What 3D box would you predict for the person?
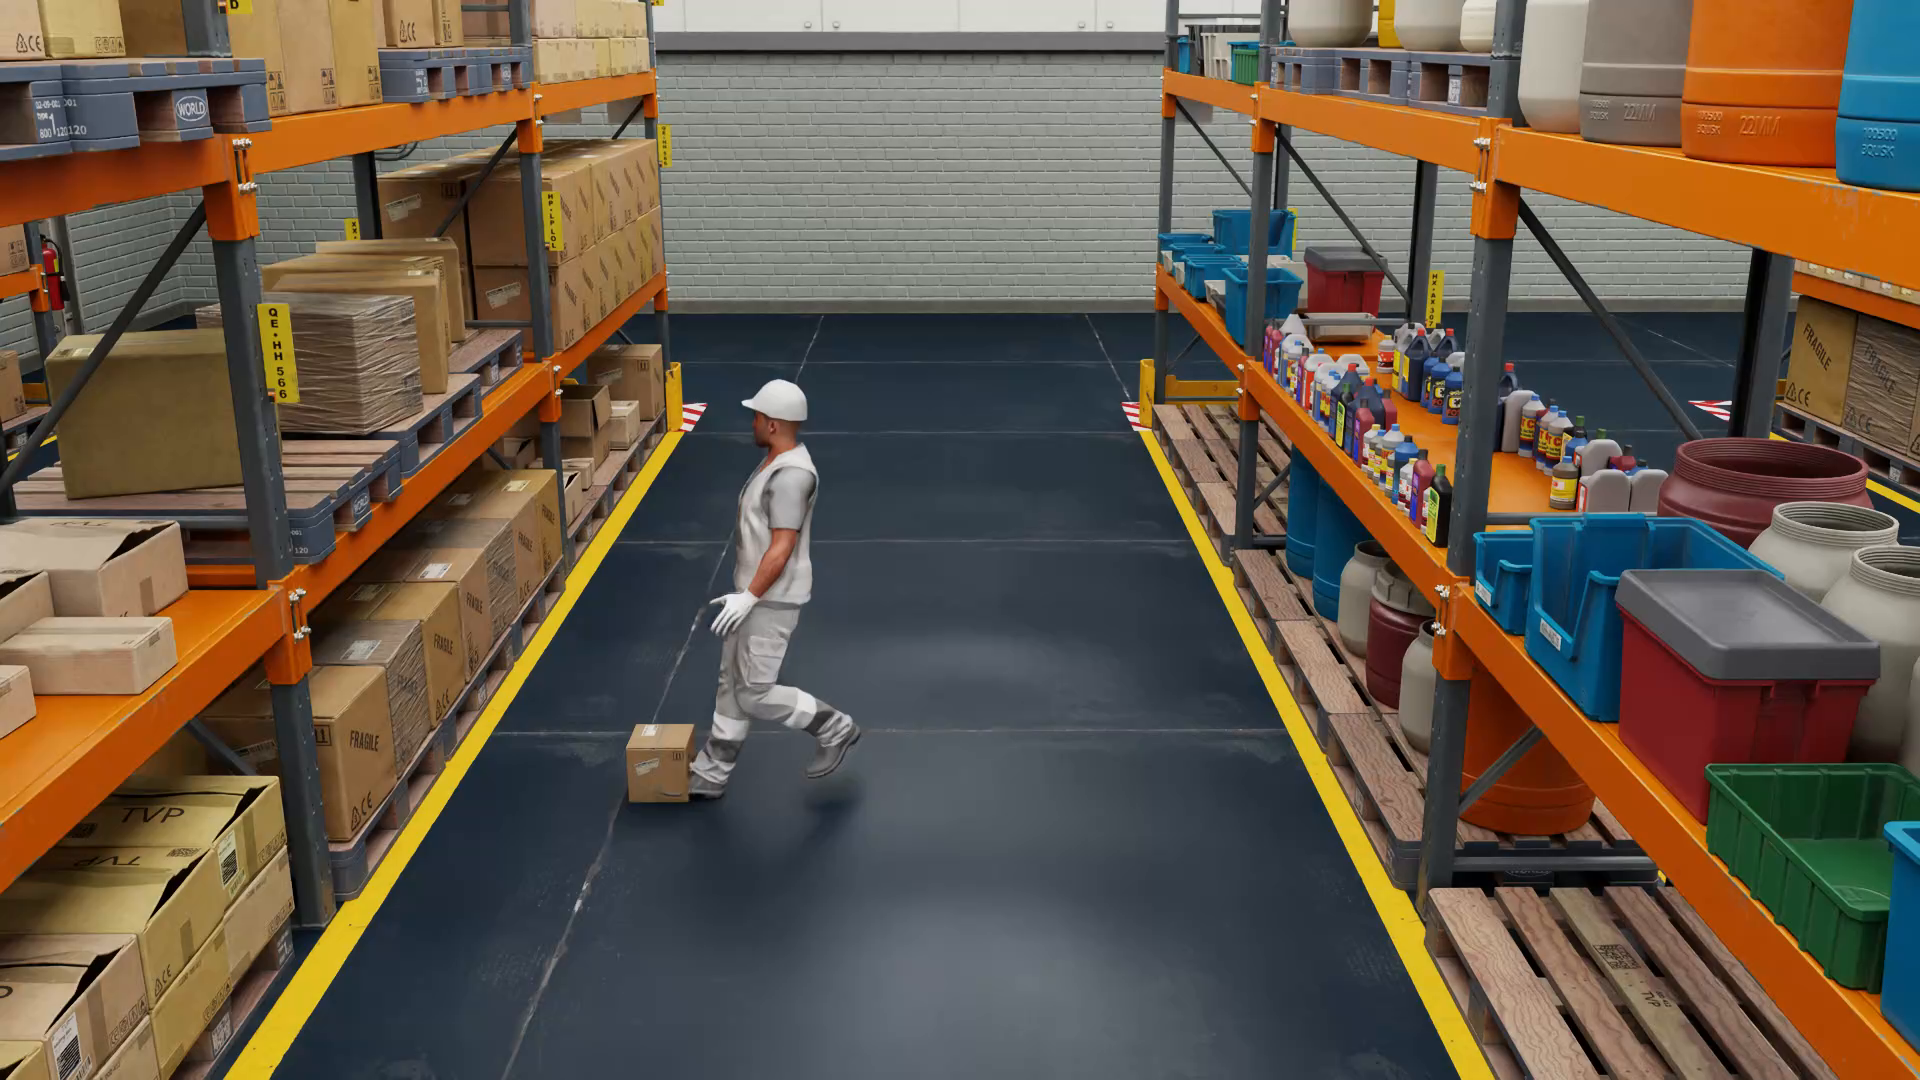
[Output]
[{"bbox_3d":[-0.852,0.232,6.793,0.879,1.752,0.631,-4,17,-12],"label":"person"}]
